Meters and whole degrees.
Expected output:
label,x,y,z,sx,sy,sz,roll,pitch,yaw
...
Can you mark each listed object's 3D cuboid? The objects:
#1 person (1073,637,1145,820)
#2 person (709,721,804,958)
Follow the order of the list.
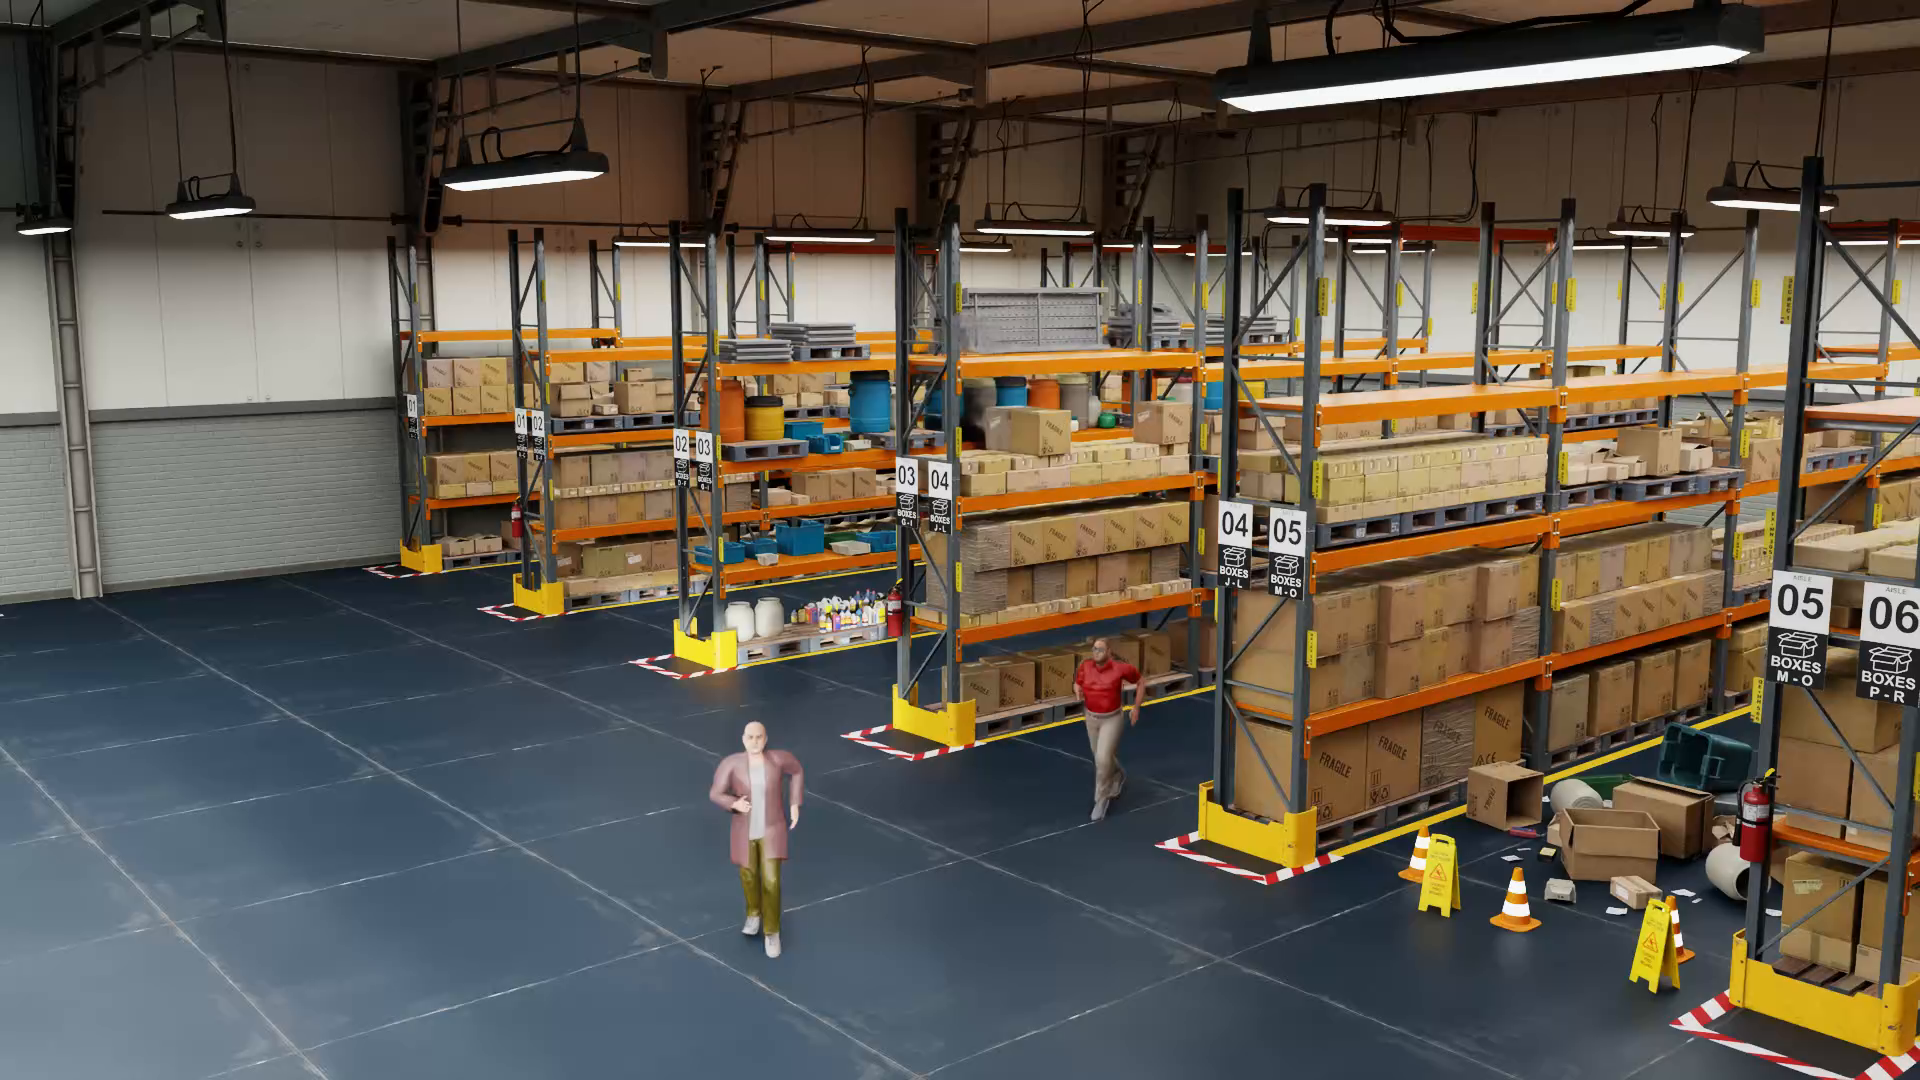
label,x,y,z,sx,sy,sz,roll,pitch,yaw
person,1.446,1.825,16.478,0.680,1.779,0.884,6,11,36
person,-1.584,2.317,12.982,0.708,1.857,0.840,0,9,-2
